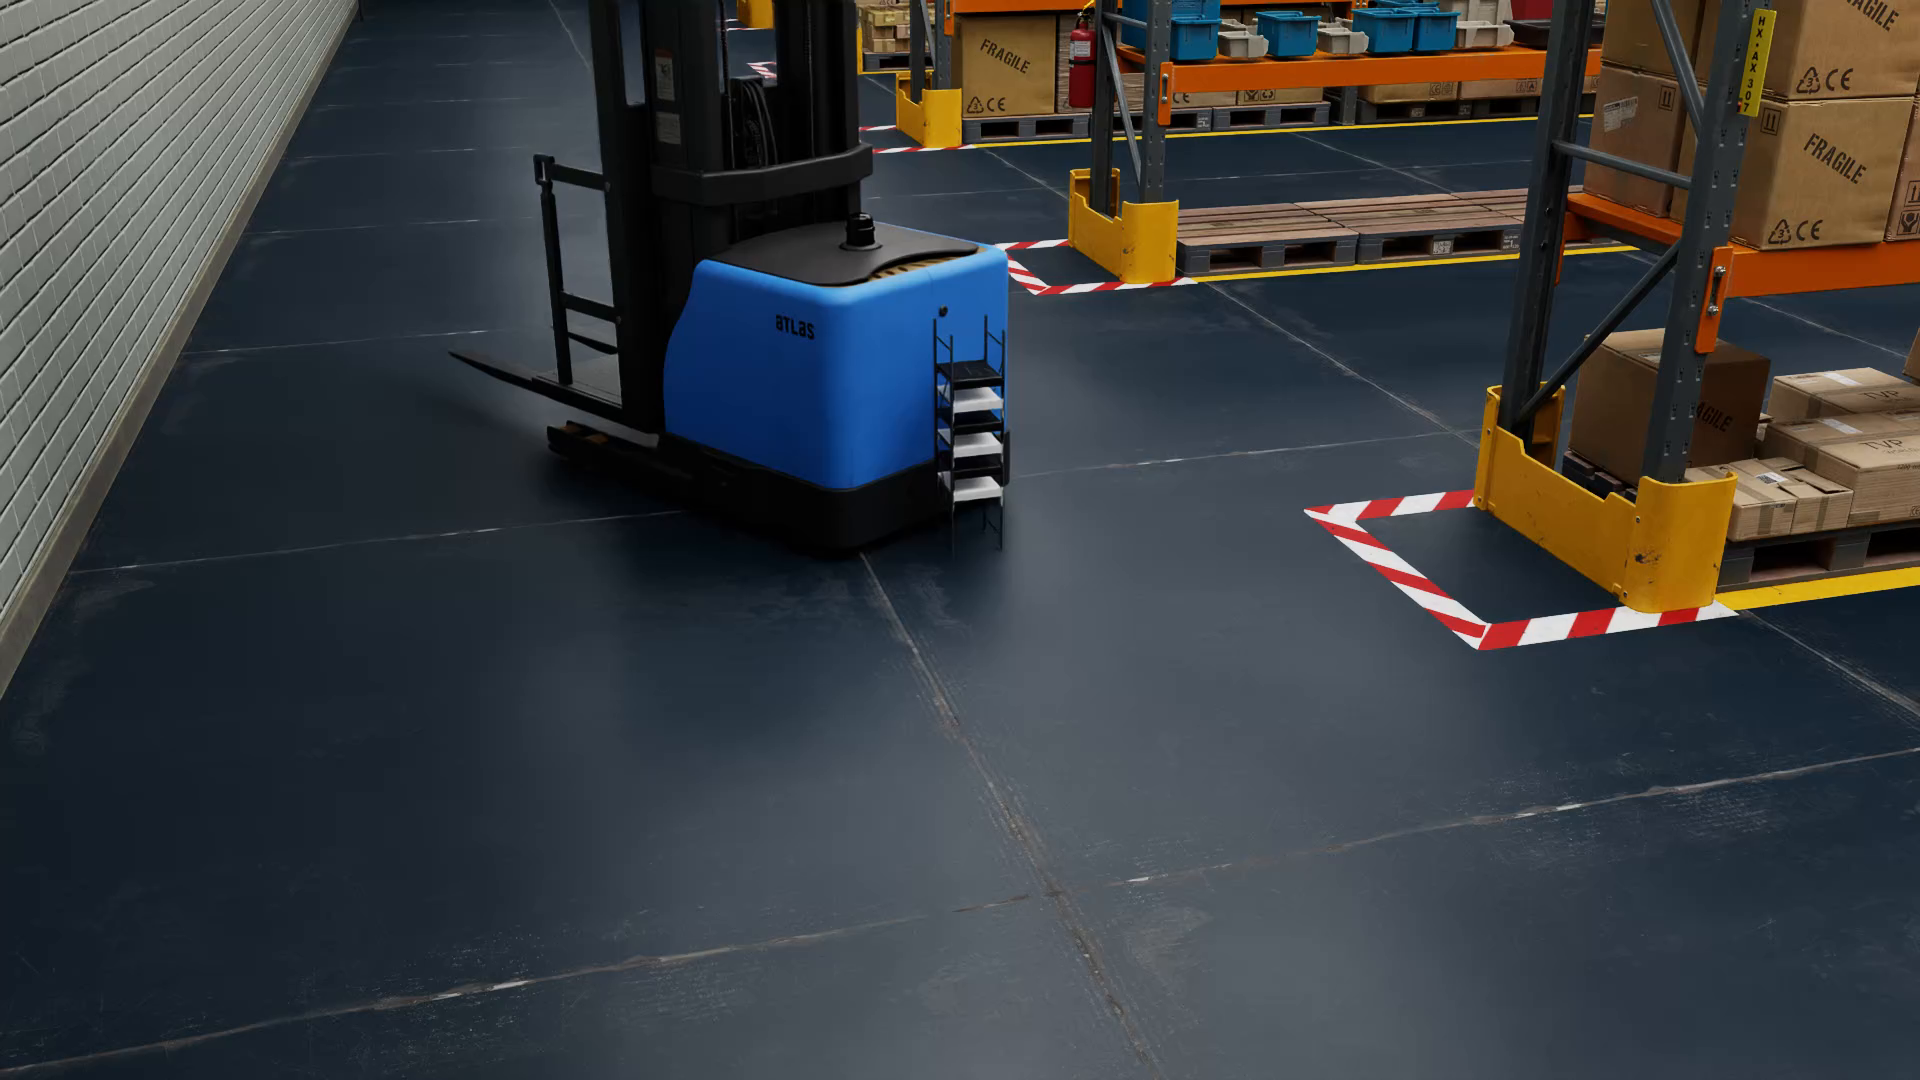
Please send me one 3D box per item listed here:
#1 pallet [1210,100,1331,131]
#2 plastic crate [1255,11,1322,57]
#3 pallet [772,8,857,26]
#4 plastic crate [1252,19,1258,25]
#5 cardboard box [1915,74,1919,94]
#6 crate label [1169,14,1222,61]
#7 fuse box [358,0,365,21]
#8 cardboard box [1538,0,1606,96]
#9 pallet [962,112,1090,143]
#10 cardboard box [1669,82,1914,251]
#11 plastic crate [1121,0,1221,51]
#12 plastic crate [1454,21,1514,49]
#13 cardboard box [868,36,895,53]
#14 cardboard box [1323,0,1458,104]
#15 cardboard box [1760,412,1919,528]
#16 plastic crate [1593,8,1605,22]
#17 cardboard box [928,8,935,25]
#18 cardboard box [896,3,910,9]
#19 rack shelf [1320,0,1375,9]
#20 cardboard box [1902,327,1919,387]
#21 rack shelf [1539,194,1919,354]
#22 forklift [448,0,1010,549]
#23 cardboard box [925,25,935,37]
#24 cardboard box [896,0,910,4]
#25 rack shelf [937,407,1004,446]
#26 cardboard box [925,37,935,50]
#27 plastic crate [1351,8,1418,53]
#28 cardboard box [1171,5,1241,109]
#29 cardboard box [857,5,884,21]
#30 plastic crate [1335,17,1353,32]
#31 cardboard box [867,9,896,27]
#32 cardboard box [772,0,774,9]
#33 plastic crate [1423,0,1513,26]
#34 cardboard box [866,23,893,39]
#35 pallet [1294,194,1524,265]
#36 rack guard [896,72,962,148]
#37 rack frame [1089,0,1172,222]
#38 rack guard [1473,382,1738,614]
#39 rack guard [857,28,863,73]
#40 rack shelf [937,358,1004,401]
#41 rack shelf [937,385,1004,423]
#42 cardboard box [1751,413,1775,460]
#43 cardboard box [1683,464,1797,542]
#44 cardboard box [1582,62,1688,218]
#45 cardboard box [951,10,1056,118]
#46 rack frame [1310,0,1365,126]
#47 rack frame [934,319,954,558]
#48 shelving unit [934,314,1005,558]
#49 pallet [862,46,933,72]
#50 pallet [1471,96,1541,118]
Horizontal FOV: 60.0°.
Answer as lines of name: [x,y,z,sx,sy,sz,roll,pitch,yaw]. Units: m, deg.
pallet: [2.827,-4.191,16.168,1.213,0.211,1.003,-6,24,-14]
plastic crate: [2.028,-3.140,10.317,0.300,0.233,0.416,-6,24,-14]
pallet: [-2.199,-7.694,24.331,1.213,0.211,1.003,-6,24,-14]
plastic crate: [2.086,-3.305,10.824,0.243,0.136,0.396,-6,24,-14]
cardboard box: [3.401,-1.848,5.775,0.500,0.500,0.500,-6,24,-14]
crate label: [1.394,-3.069,10.154,0.303,0.233,0.416,-6,24,-14]
fuse box: [-8.797,-8.472,24.242,0.414,1.711,0.539,-6,24,-14]
cardboard box: [5.902,-5.009,16.700,0.875,0.875,1.225,-6,24,-14]
pallet: [0.478,-3.931,15.562,1.213,0.211,1.003,-6,24,-14]
cardboard box: [2.900,-1.330,5.836,0.500,0.500,0.500,-6,24,-13]
plastic crate: [1.339,-3.368,10.592,0.499,0.435,0.616,-6,24,-14]
plastic crate: [3.323,-3.250,10.697,0.466,0.136,0.293,-6,24,-14]
cardboard box: [-0.922,-5.809,19.485,0.250,0.149,0.380,-6,24,-13]
cardboard box: [4.191,-4.816,16.251,0.875,0.875,1.225,-6,24,-14]
cardboard box: [3.483,-0.279,6.442,0.500,0.250,0.500,-6,24,-14]
plastic crate: [4.432,-3.555,11.406,0.243,0.136,0.396,-6,24,-14]
cardboard box: [-0.407,-6.128,19.474,0.250,0.149,0.380,-6,24,-15]
cardboard box: [-0.599,-6.381,20.065,0.250,0.149,0.380,-7,24,-16]
rack shelf: [5.506,-5.406,16.376,4.000,0.370,1.077,-6,24,-14]
cardboard box: [4.445,-0.616,6.906,0.637,0.503,0.797,-6,24,-14]
rack shelf: [4.327,-1.219,6.617,4.000,0.370,1.077,-6,24,-14]
forklift: [-1.218,-1.784,7.109,3.031,2.935,1.130,20,30,38]
cardboard box: [-0.449,-6.037,19.639,0.250,0.149,0.380,-6,24,-14]
cardboard box: [-0.592,-8.180,24.645,0.875,0.438,0.875,-7,24,-16]
rack shelf: [0.034,-0.452,6.436,0.200,0.077,0.258,-7,24,-16]
cardboard box: [-0.455,-5.897,19.690,0.250,0.149,0.380,-6,24,-14]
plastic crate: [2.662,-3.210,10.480,0.300,0.233,0.416,-6,24,-14]
cardboard box: [2.057,-4.605,15.758,0.875,0.875,0.875,-6,24,-14]
cardboard box: [-1.072,-6.301,19.876,0.250,0.149,0.380,-6,24,-14]
plastic crate: [2.628,-3.382,11.005,0.250,0.136,0.298,-6,24,-14]
cardboard box: [-0.917,-6.075,19.350,0.250,0.149,0.380,-7,24,-17]
cardboard box: [-2.339,-7.984,24.188,0.875,0.438,0.875,-7,24,-16]
plastic crate: [3.399,-3.524,11.151,0.530,0.282,0.437,-6,24,-14]
cardboard box: [-0.939,-5.970,19.482,0.250,0.149,0.380,-5,24,-12]
pallet: [3.044,-2.138,11.382,1.213,0.211,1.003,-6,24,-14]
rack guard: [-0.294,-3.947,15.232,0.348,0.500,1.175,-6,24,-14]
rack frame: [1.067,-3.218,10.362,0.127,3.000,1.000,-6,24,-14]
rack guard: [2.475,-0.196,6.490,0.348,0.500,1.175,-6,24,-14]
rack guard: [-1.440,-5.851,19.670,0.348,0.500,1.175,-6,24,-14]
rack shelf: [0.034,-0.617,6.365,0.200,0.077,0.258,-7,24,-16]
rack shelf: [0.034,-0.535,6.401,0.200,0.077,0.258,-7,24,-16]
cardboard box: [3.273,-0.397,6.824,0.250,0.166,0.380,-6,24,-14]
cardboard box: [2.898,-0.143,6.254,0.250,0.149,0.380,-6,24,-14]
cardboard box: [2.759,-1.534,6.311,0.500,0.500,0.500,-6,24,-13]
cardboard box: [0.324,-4.413,15.311,0.875,0.875,0.875,-6,24,-14]
rack frame: [3.581,-5.524,15.738,0.127,3.000,1.000,-6,24,-14]
rack frame: [-0.063,-0.388,6.431,0.006,0.900,0.240,-7,24,-16]
shelving unit: [0.034,-0.400,6.458,0.210,0.900,0.258,-7,24,-16]
pallet: [-0.648,-5.792,19.898,1.213,0.211,1.003,-6,24,-14]
pallet: [5.480,-4.485,16.852,1.213,0.211,1.003,-6,24,-14]
